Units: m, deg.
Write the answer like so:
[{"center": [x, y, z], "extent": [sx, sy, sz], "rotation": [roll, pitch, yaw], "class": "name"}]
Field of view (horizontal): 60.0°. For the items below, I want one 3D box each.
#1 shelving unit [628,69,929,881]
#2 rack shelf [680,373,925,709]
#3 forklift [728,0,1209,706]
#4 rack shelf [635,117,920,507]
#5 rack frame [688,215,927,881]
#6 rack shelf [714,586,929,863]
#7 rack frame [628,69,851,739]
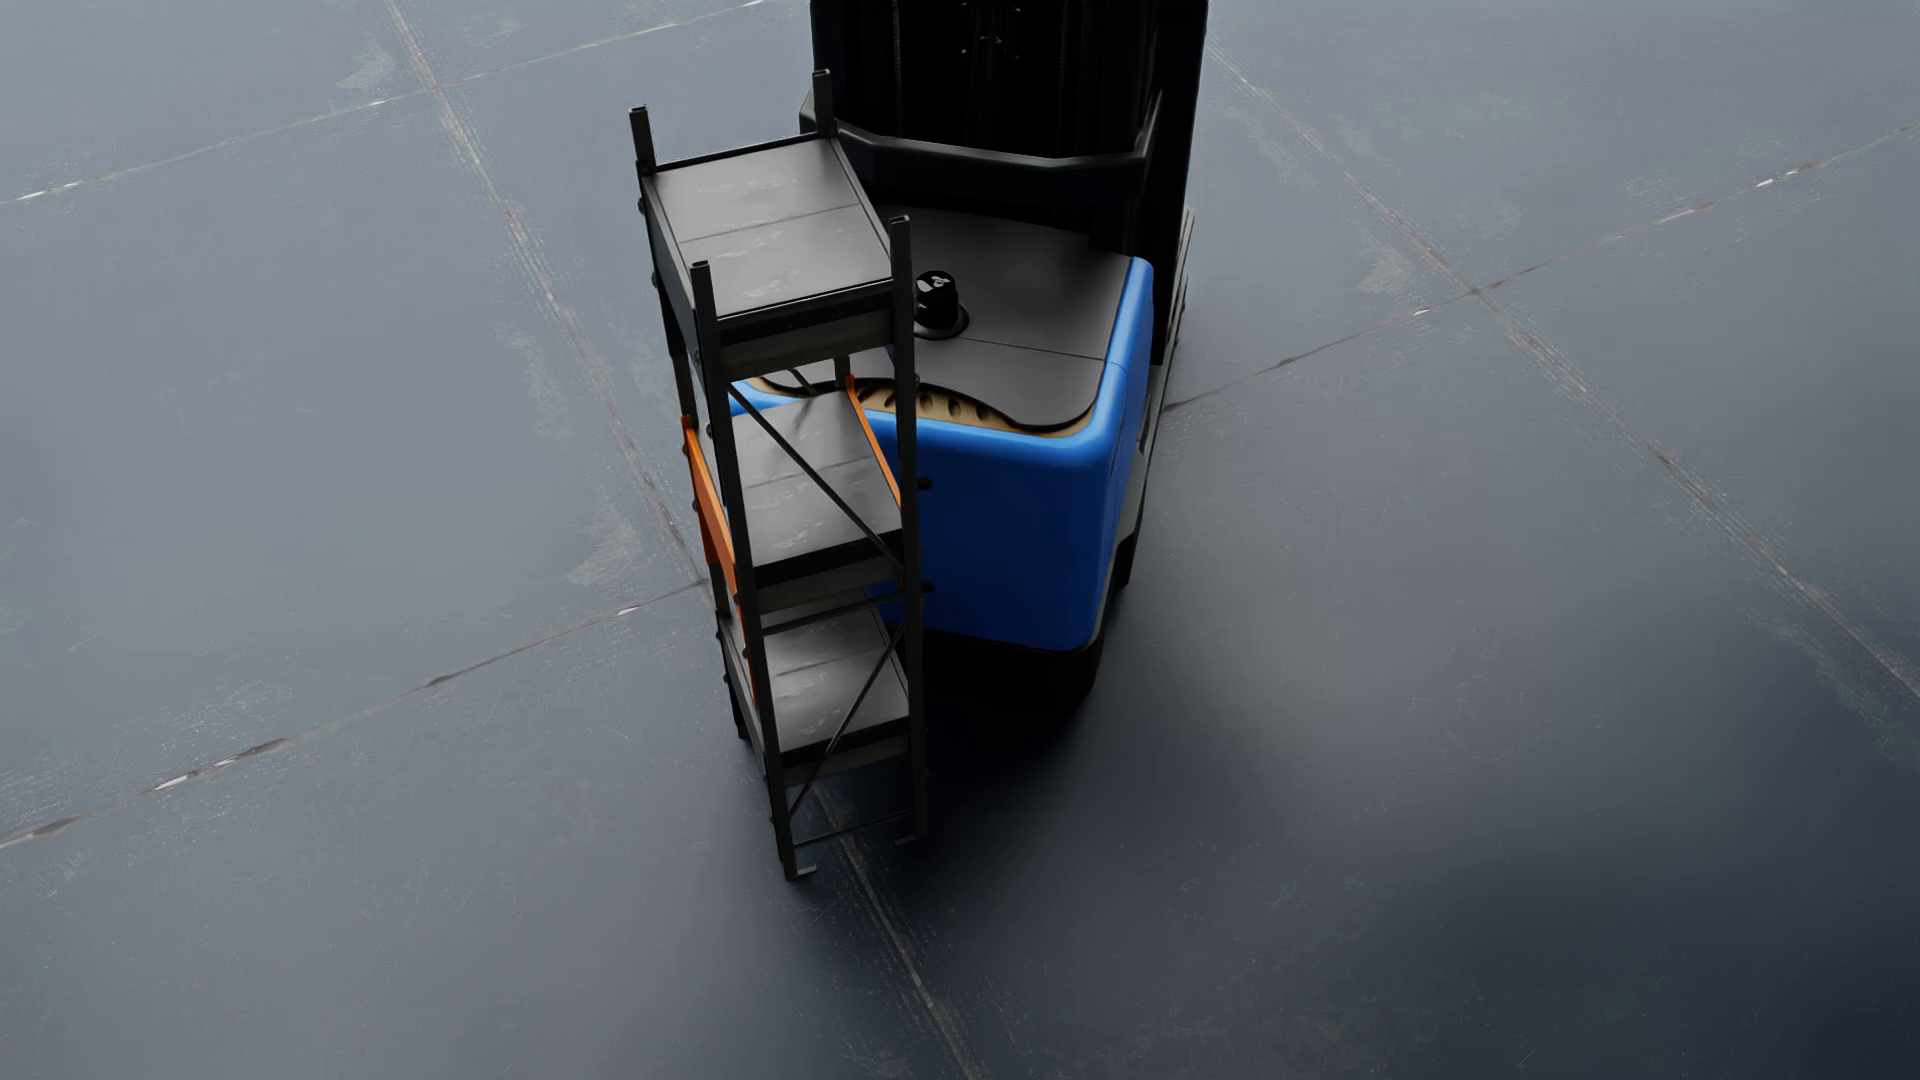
[{"center": [-0.362, -0.006, 3.860], "extent": [0.431, 2.100, 0.503], "rotation": [-15, 51, -13], "class": "shelving unit"}, {"center": [-0.362, 0.003, 3.871], "extent": [0.431, 0.518, 0.480], "rotation": [-15, 51, -13], "class": "rack shelf"}, {"center": [0.185, -1.626, 4.725], "extent": [1.130, 2.935, 3.031], "rotation": [10, 50, 8], "class": "forklift"}, {"center": [-0.362, -0.458, 3.344], "extent": [0.431, 0.518, 0.480], "rotation": [-15, 51, -13], "class": "rack shelf"}, {"center": [-0.280, 0.167, 3.709], "extent": [0.400, 2.100, 0.015], "rotation": [-15, 51, -13], "class": "rack frame"}, {"center": [-0.362, 0.464, 4.398], "extent": [0.431, 0.518, 0.480], "rotation": [-15, 51, -13], "class": "rack shelf"}, {"center": [-0.445, -0.179, 4.012], "extent": [0.400, 2.100, 0.015], "rotation": [-15, 51, -13], "class": "rack frame"}]
